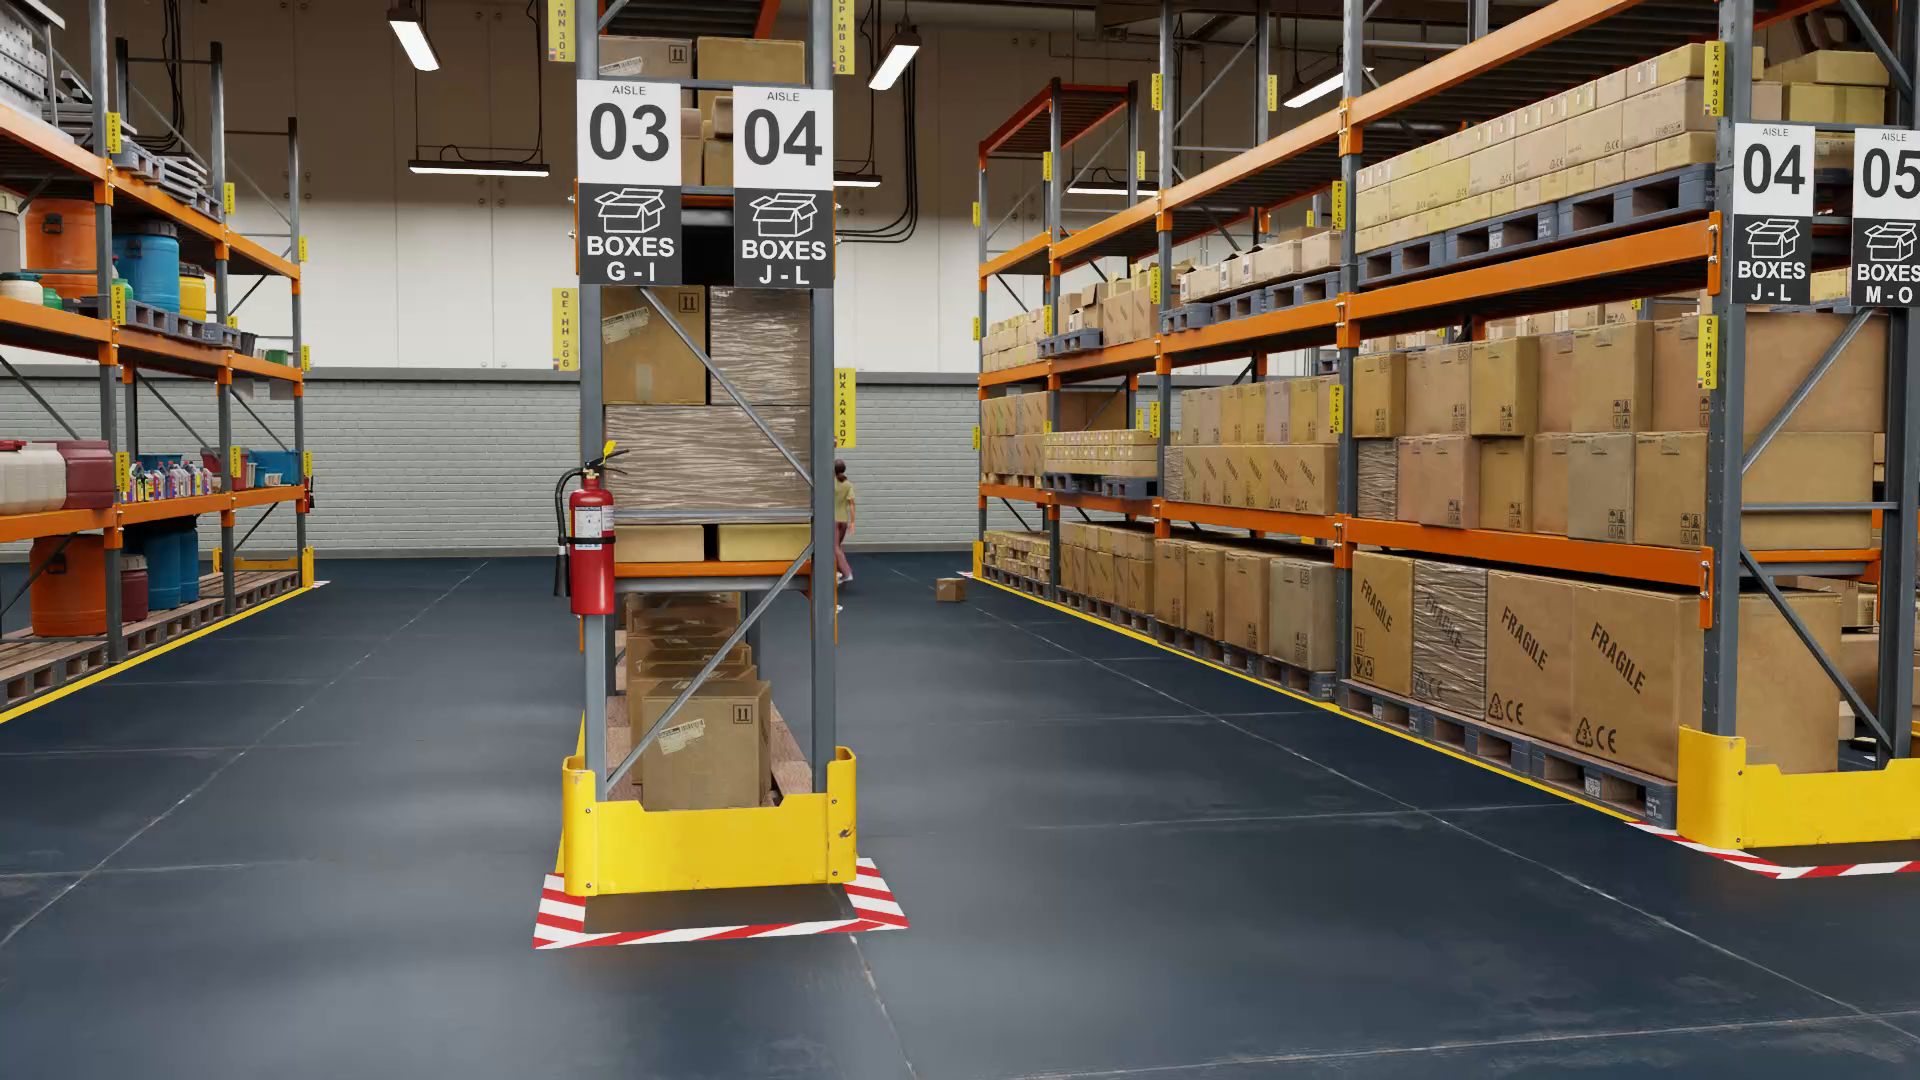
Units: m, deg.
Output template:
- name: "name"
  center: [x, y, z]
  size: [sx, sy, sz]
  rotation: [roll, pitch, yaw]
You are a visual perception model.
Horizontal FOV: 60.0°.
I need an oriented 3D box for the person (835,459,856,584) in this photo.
- name: "person"
  center: [-1.592, -0.221, 21.226]
  size: [0.448, 1.627, 0.989]
  rotation: [-2, 4, -35]
